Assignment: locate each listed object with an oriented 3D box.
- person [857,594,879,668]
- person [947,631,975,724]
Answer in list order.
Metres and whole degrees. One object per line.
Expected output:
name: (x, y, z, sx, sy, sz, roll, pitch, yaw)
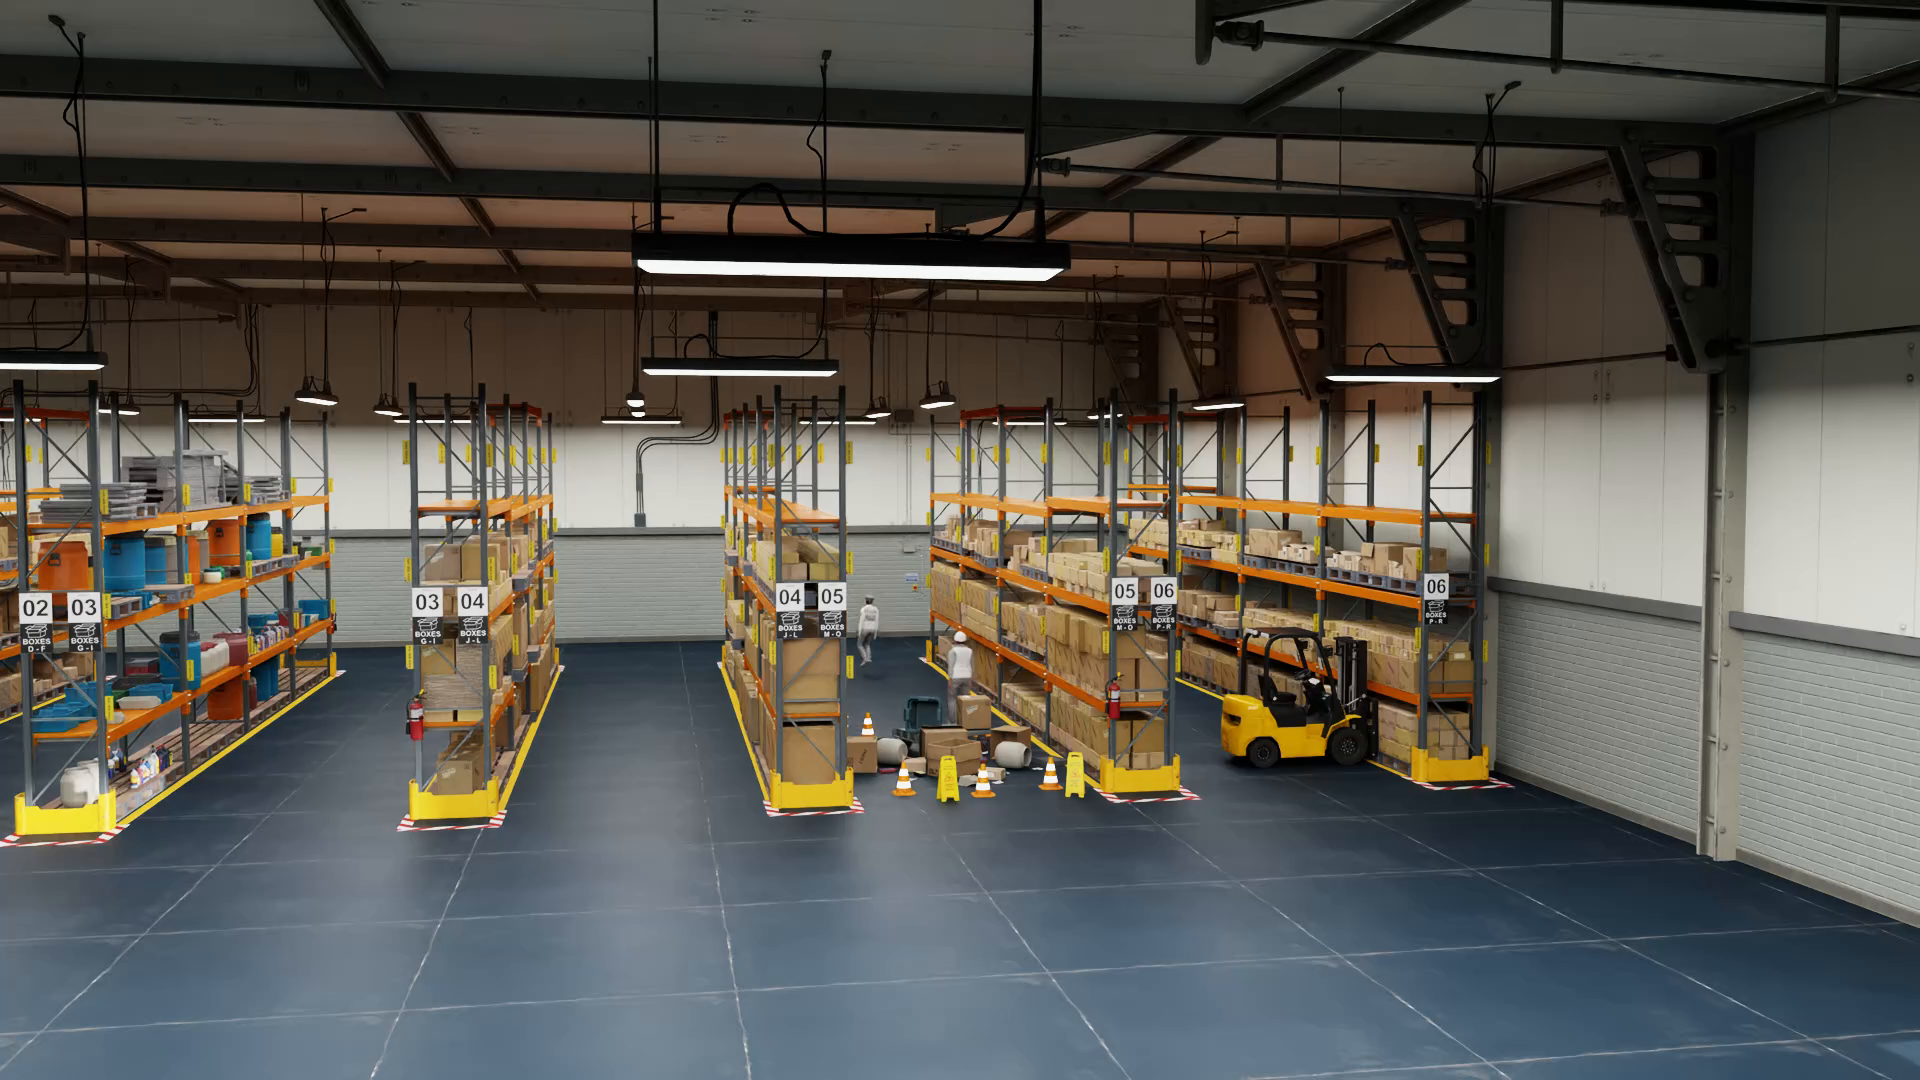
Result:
person: (-2.095, 2.075, 37.912, 0.521, 1.657, 0.478, -1, 3, -27)
person: (0.023, 2.590, 30.611, 0.570, 1.814, 0.624, -1, 3, -24)
